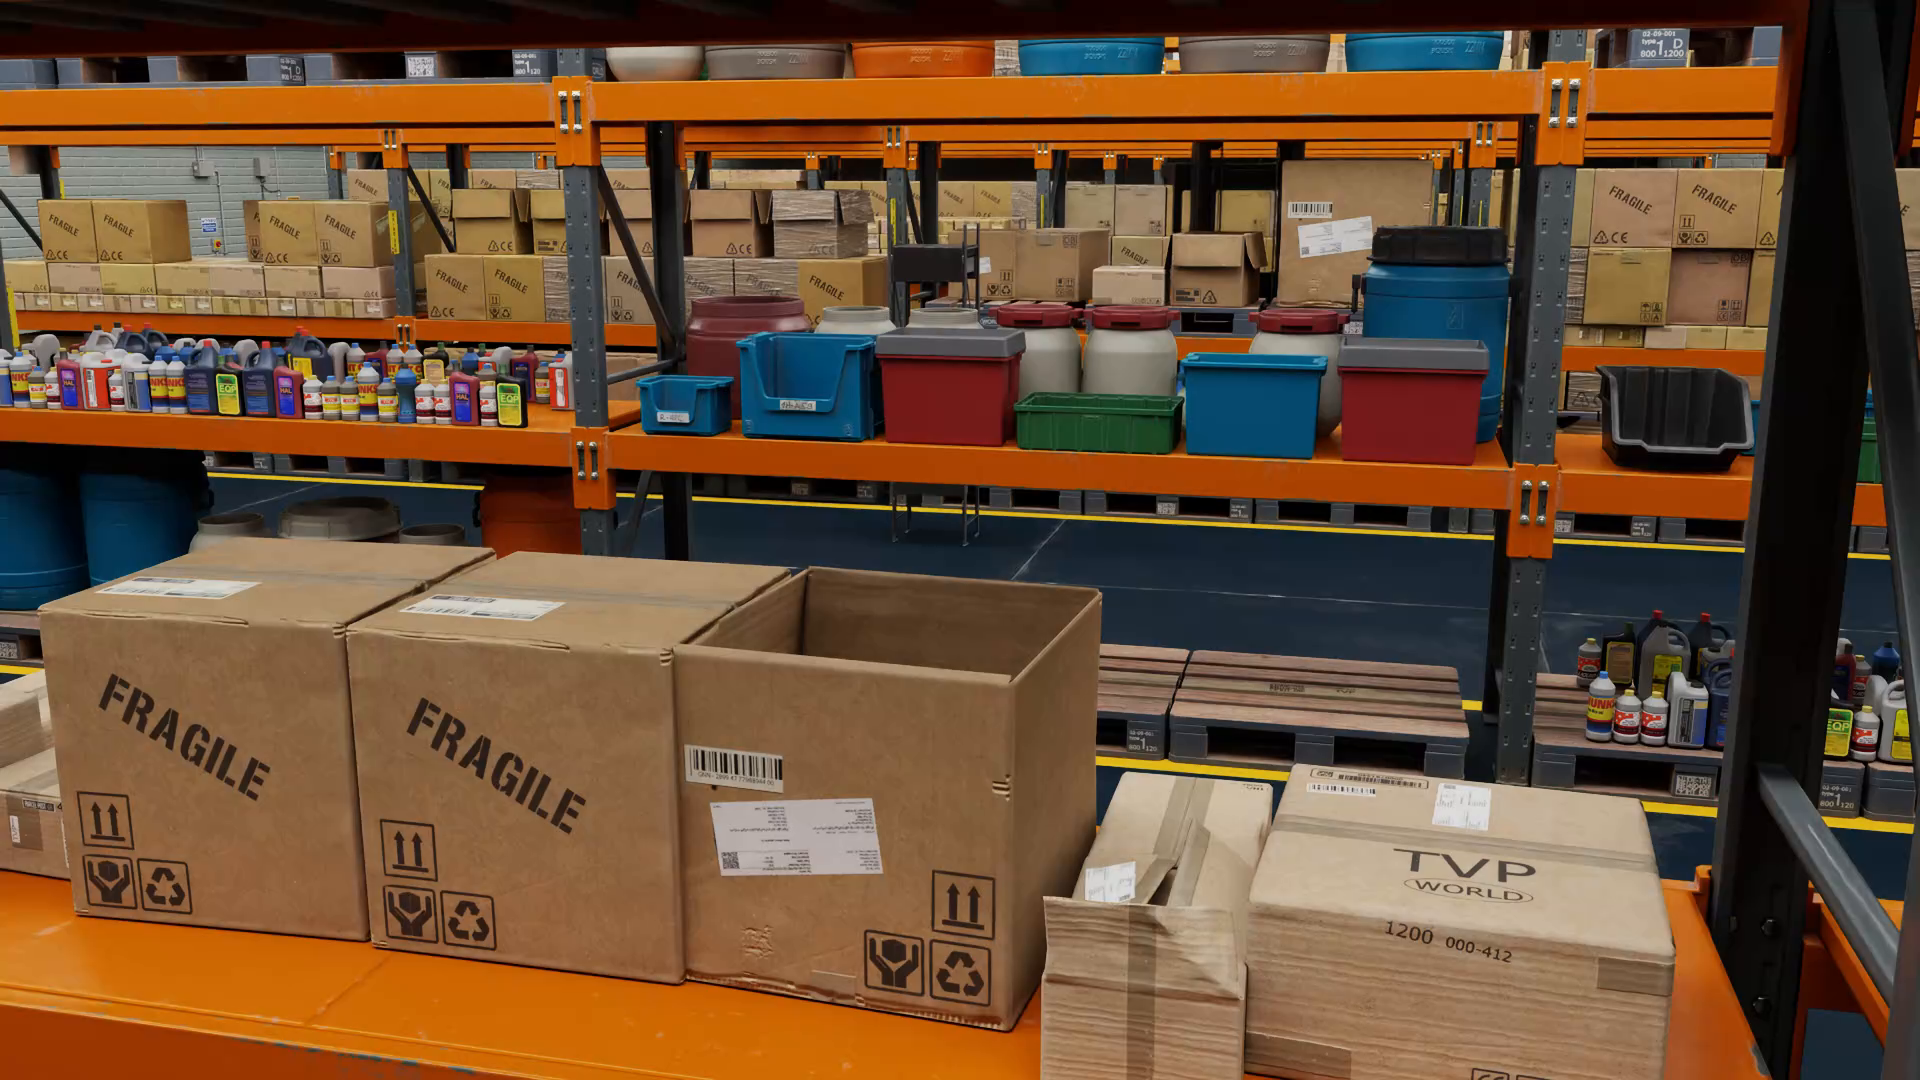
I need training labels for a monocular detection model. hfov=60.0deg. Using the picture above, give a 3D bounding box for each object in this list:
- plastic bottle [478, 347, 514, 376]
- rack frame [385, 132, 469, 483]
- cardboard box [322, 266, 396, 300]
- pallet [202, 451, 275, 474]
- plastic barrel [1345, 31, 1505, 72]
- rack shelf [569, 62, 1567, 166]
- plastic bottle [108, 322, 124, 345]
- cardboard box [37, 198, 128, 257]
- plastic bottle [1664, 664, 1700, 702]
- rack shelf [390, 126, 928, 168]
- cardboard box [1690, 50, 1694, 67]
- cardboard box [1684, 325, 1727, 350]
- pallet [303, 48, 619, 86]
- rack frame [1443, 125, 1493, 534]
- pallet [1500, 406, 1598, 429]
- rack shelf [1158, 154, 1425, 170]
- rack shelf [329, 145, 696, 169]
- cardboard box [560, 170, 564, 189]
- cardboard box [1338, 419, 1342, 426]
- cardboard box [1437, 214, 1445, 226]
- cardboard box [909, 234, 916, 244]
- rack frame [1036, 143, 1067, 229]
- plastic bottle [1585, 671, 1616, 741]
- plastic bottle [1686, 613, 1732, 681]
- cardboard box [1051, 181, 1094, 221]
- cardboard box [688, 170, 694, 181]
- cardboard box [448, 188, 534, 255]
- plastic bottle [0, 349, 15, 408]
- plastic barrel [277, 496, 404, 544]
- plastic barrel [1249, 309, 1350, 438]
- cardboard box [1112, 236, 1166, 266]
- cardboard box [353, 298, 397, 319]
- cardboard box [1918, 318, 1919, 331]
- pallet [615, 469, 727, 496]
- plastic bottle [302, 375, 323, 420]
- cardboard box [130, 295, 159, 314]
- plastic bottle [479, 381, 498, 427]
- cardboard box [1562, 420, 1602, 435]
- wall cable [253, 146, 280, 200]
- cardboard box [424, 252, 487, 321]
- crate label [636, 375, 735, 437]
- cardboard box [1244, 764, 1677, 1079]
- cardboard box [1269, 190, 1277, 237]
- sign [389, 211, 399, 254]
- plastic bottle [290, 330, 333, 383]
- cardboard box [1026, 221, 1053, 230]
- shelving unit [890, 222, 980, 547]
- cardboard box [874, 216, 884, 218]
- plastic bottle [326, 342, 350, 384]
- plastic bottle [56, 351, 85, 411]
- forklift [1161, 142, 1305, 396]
[{"bbox_3d":[-2.324,-0.830,8.338,0.135,0.276,0.152,3,13,14],"label":"plastic bottle"},{"bbox_3d":[-4.229,-2.026,13.439,0.127,3.000,1.000,3,13,14],"label":"rack frame"},{"bbox_3d":[-4.720,-2.065,13.277,0.500,0.250,0.500,3,13,12],"label":"cardboard box"},{"bbox_3d":[-6.136,-0.783,14.276,1.213,0.211,1.003,3,13,14],"label":"pallet"},{"bbox_3d":[1.806,-2.259,6.407,0.708,0.901,0.600,3,13,14],"label":"plastic barrel"},{"bbox_3d":[0.410,-1.786,7.094,4.000,0.370,1.077,3,13,14],"label":"rack shelf"},{"bbox_3d":[-4.445,-0.981,8.845,0.185,0.351,0.144,3,13,14],"label":"plastic bottle"},{"bbox_3d":[-7.576,-2.701,14.412,0.500,0.500,0.500,3,13,14],"label":"cardboard box"},{"bbox_3d":[2.901,0.640,6.681,0.133,0.283,0.061,3,13,14],"label":"plastic bottle"},{"bbox_3d":[-2.287,-3.035,12.724,4.000,0.370,1.077,3,13,14],"label":"rack shelf"},{"bbox_3d":[4.799,-3.061,10.605,0.250,0.149,0.380,3,13,12],"label":"cardboard box"},{"bbox_3d":[4.895,-1.354,10.990,0.250,0.149,0.380,3,13,14],"label":"cardboard box"},{"bbox_3d":[-2.251,-2.209,7.776,1.213,0.211,1.003,3,13,14],"label":"pallet"},{"bbox_3d":[3.538,-1.611,11.568,0.127,3.000,1.000,3,13,14],"label":"rack frame"},{"bbox_3d":[5.544,-1.231,16.295,1.213,0.211,1.003,3,13,14],"label":"pallet"},{"bbox_3d":[5.157,-5.955,25.887,4.000,0.370,1.077,3,13,14],"label":"rack shelf"},{"bbox_3d":[-4.884,-4.280,18.337,4.000,0.370,1.077,3,13,14],"label":"rack shelf"},{"bbox_3d":[-3.966,-3.739,17.935,0.500,0.500,0.500,3,13,12],"label":"cardboard box"},{"bbox_3d":[2.947,-0.641,11.955,0.500,0.500,0.700,2,13,9],"label":"cardboard box"},{"bbox_3d":[7.467,-4.709,25.304,0.500,0.500,0.500,3,13,12],"label":"cardboard box"},{"bbox_3d":[-0.406,-3.053,16.993,0.250,0.149,0.380,3,13,14],"label":"cardboard box"},{"bbox_3d":[0.941,-2.856,17.181,0.127,3.000,1.000,3,13,14],"label":"rack frame"},{"bbox_3d":[2.556,0.657,6.631,0.097,0.271,0.097,0,13,0],"label":"plastic bottle"},{"bbox_3d":[3.232,0.492,7.190,0.185,0.351,0.144,2,13,11],"label":"plastic bottle"},{"bbox_3d":[1.465,-4.411,21.650,0.500,0.500,0.500,3,13,12],"label":"cardboard box"},{"bbox_3d":[-3.698,-5.002,22.815,0.250,0.149,0.380,3,13,14],"label":"cardboard box"},{"bbox_3d":[-3.607,-2.533,13.178,0.637,0.503,0.797,3,13,12],"label":"cardboard box"},{"bbox_3d":[-4.702,-0.800,8.203,0.135,0.276,0.152,3,13,14],"label":"plastic bottle"},{"bbox_3d":[-3.107,0.115,8.387,0.708,0.588,0.600,3,13,14],"label":"plastic barrel"},{"bbox_3d":[1.475,-0.731,7.290,0.433,0.535,0.433,0,13,0],"label":"plastic barrel"},{"bbox_3d":[1.807,-2.799,16.693,0.500,0.500,0.500,3,13,13],"label":"cardboard box"},{"bbox_3d":[-4.603,-1.850,13.227,0.250,0.149,0.380,3,13,14],"label":"cardboard box"},{"bbox_3d":[6.380,-1.632,10.747,0.500,0.500,0.875,3,13,14],"label":"cardboard box"},{"bbox_3d":[-2.273,-0.577,13.348,1.213,0.211,1.003,3,13,14],"label":"pallet"},{"bbox_3d":[-3.020,-0.668,7.778,0.097,0.201,0.097,0,13,0],"label":"plastic bottle"},{"bbox_3d":[-6.598,-1.957,13.707,0.250,0.149,0.380,3,13,13],"label":"cardboard box"},{"bbox_3d":[-2.134,-0.621,7.565,0.097,0.201,0.097,0,13,0],"label":"plastic bottle"},{"bbox_3d":[4.475,-0.538,11.535,0.500,0.500,0.500,8,15,31],"label":"cardboard box"},{"bbox_3d":[-10.889,-5.400,26.301,0.122,1.984,0.588,3,13,14],"label":"wall cable"},{"bbox_3d":[-3.842,-1.998,13.083,0.500,0.500,0.500,3,13,14],"label":"cardboard box"},{"bbox_3d":[-1.213,-0.594,7.373,0.416,0.233,0.303,3,13,14],"label":"crate label"},{"bbox_3d":[0.673,0.529,2.269,0.500,0.250,0.500,4,13,17],"label":"cardboard box"},{"bbox_3d":[3.351,-3.262,16.474,0.500,0.500,0.700,3,13,14],"label":"cardboard box"},{"bbox_3d":[-4.360,-2.370,12.810,0.005,0.325,0.100,3,13,14],"label":"sign"},{"bbox_3d":[-3.281,-0.885,8.412,0.185,0.351,0.144,3,13,14],"label":"plastic bottle"},{"bbox_3d":[0.999,-4.070,21.847,0.500,0.250,0.500,3,13,12],"label":"cardboard box"},{"bbox_3d":[-0.161,-1.034,11.045,0.503,2.100,0.431,3,13,14],"label":"shelving unit"},{"bbox_3d":[-0.979,-3.375,17.758,0.250,0.149,0.380,3,13,13],"label":"cardboard box"},{"bbox_3d":[-3.221,-0.878,8.554,0.135,0.276,0.152,3,13,14],"label":"plastic bottle"},{"bbox_3d":[-4.299,-0.772,8.059,0.133,0.283,0.061,3,13,14],"label":"plastic bottle"},{"bbox_3d":[2.270,-2.114,13.995,1.130,2.935,3.031,0,13,-2],"label":"forklift"}]
